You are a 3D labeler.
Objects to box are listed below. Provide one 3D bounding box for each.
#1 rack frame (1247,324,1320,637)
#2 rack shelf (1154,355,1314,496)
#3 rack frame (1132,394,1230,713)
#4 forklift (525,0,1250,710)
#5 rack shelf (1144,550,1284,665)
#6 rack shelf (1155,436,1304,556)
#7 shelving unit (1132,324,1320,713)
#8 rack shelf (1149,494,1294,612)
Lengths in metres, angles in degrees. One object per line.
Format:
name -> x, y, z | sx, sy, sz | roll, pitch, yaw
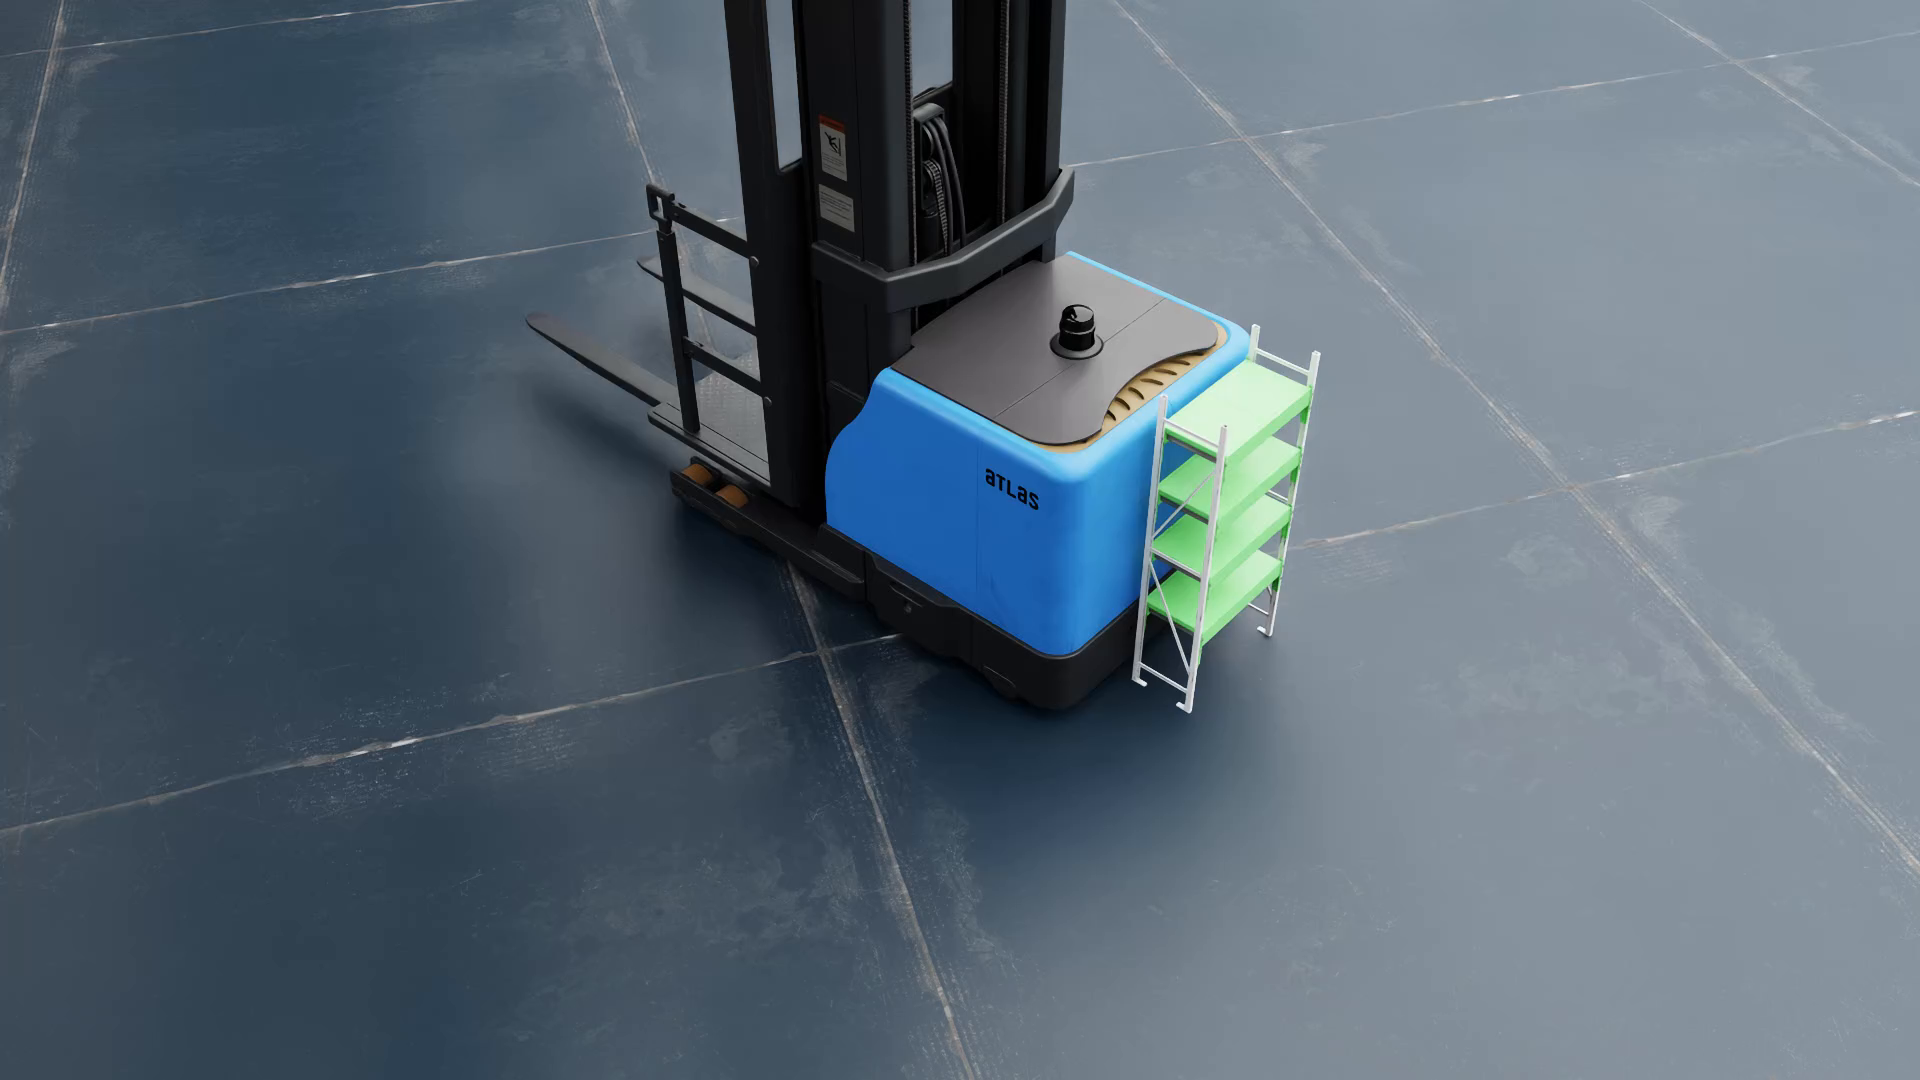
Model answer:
rack frame -> 1.006, -0.167, 5.529 | 0.240, 1.200, 0.015 | 30, 49, 30
rack shelf -> 0.845, -0.359, 5.117 | 0.258, 0.148, 0.480 | 30, 49, 30
rack frame -> 0.684, 0.075, 5.252 | 0.240, 1.200, 0.015 | 30, 49, 30
forklift -> -0.470, -1.375, 5.596 | 3.031, 2.935, 1.130 | 30, 49, 30
rack shelf -> 0.845, 0.183, 5.590 | 0.258, 0.148, 0.480 | 30, 49, 30
rack shelf -> 0.845, -0.178, 5.275 | 0.258, 0.148, 0.480 | 30, 49, 30
shelving unit -> 0.845, -0.046, 5.391 | 0.258, 1.200, 0.503 | 30, 49, 30
rack shelf -> 0.845, 0.002, 5.433 | 0.258, 0.148, 0.480 | 30, 49, 30
